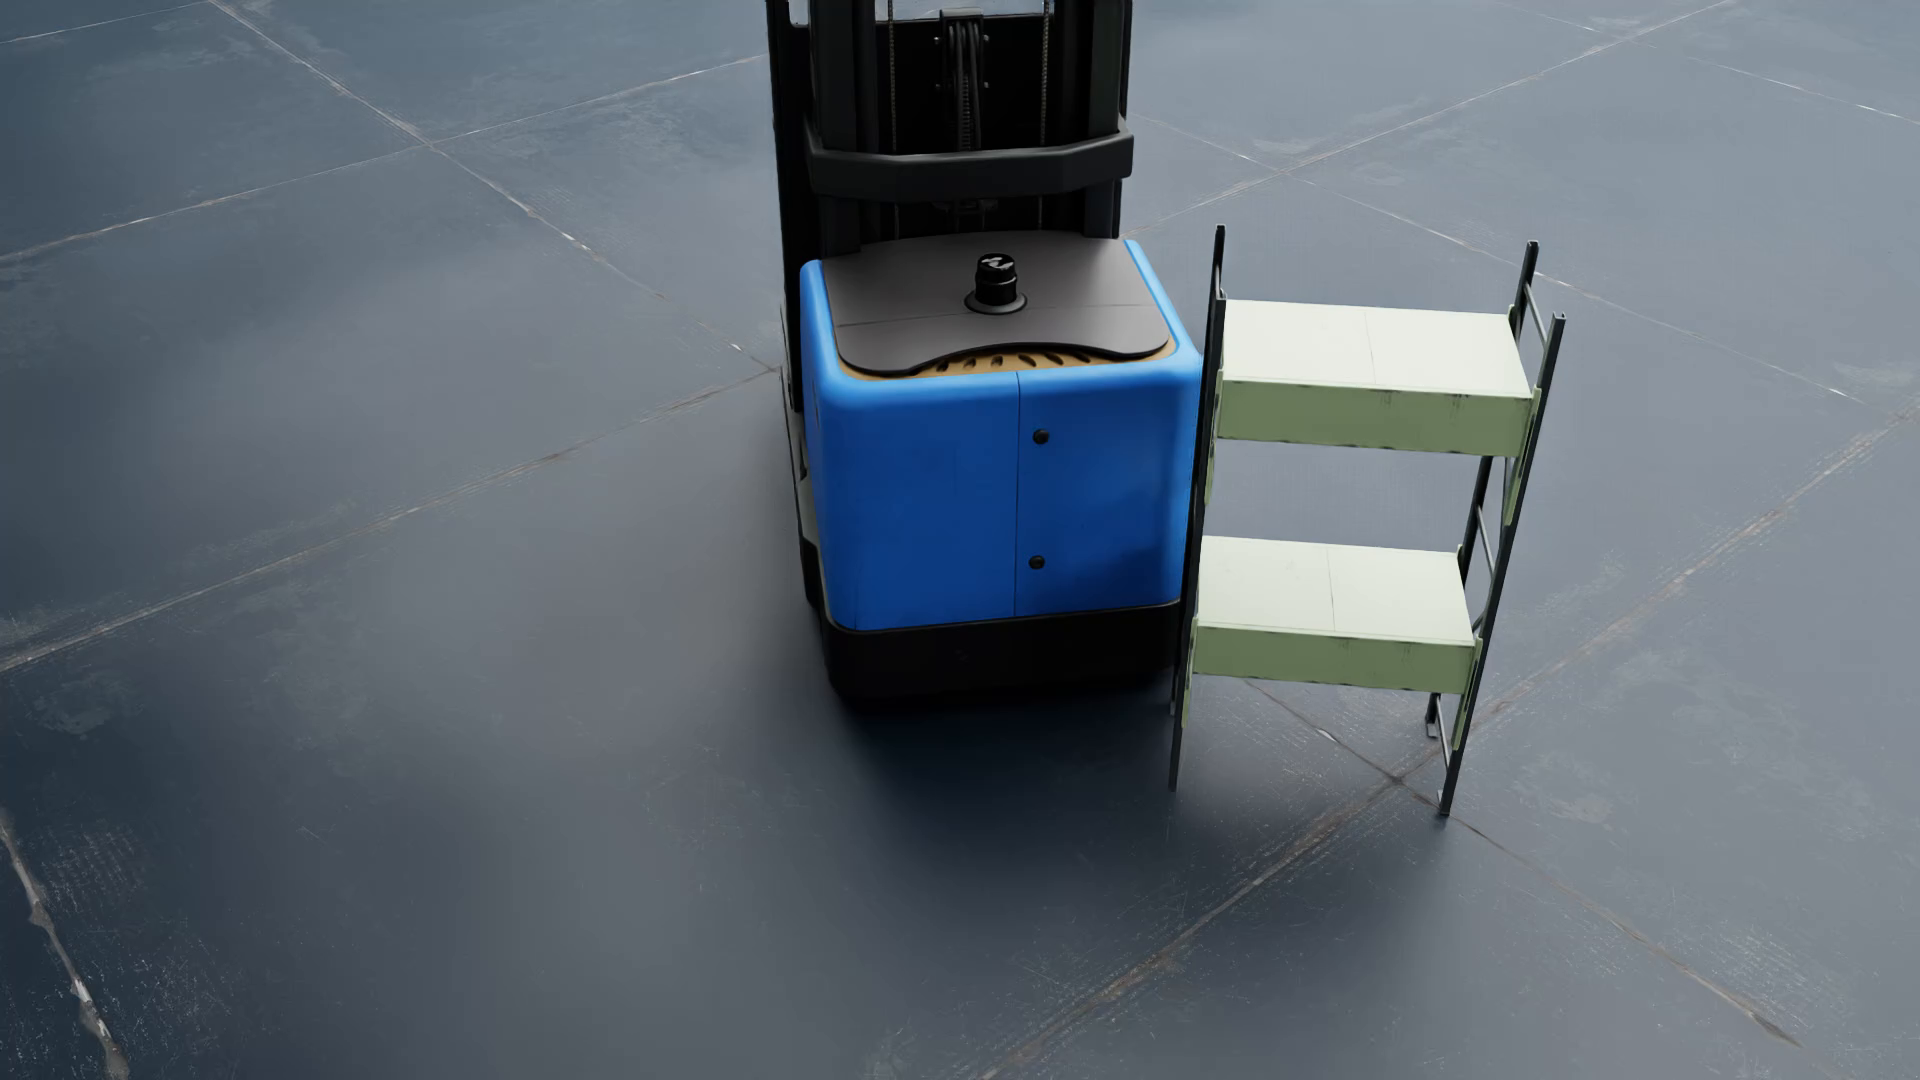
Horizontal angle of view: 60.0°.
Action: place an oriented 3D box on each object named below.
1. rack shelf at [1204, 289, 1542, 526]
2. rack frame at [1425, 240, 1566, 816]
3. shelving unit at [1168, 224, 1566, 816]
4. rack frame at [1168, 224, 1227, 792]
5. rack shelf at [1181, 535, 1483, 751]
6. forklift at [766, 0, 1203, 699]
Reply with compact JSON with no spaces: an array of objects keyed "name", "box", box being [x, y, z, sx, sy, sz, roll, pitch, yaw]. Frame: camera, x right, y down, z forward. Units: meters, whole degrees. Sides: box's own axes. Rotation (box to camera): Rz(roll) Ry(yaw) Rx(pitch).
[{"name":"rack shelf","box":[0.968,-0.328,4.020,0.720,0.370,0.431,4,36,6]},{"name":"rack frame","box":[1.331,0.016,4.209,0.023,1.500,0.400,4,36,6]},{"name":"shelving unit","box":[0.968,-0.010,4.246,0.755,1.500,0.431,4,36,6]},{"name":"rack frame","box":[0.605,-0.036,4.282,0.023,1.500,0.400,4,36,6]},{"name":"rack shelf","box":[0.968,0.256,4.435,0.720,0.370,0.431,4,36,6]},{"name":"forklift","box":[-0.065,-1.583,5.229,1.130,2.935,3.031,-5,36,-7]}]
